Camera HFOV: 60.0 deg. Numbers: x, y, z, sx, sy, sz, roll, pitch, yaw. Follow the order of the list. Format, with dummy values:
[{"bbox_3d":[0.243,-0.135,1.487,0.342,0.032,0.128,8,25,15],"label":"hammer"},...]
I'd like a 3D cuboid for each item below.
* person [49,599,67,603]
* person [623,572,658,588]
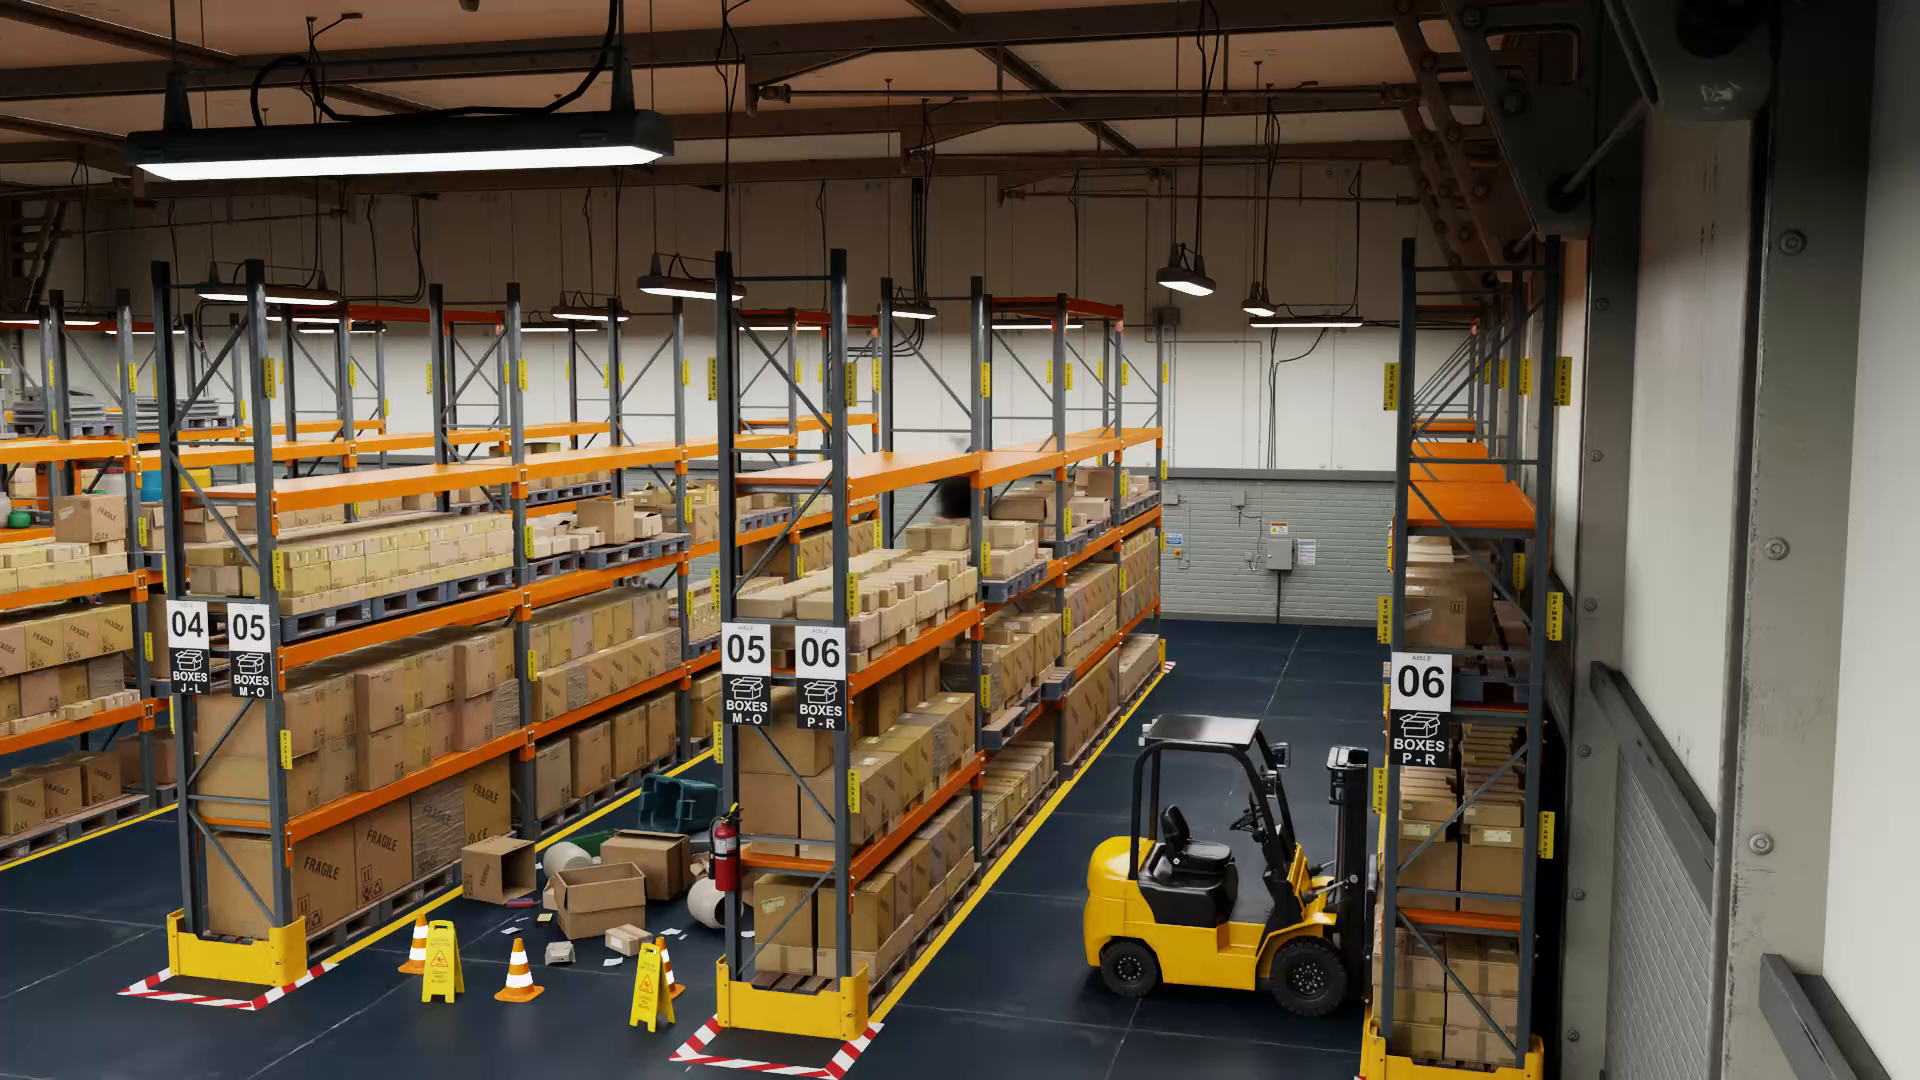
[{"bbox_3d":[-15.589,1.334,28.586,0.677,1.618,0.889,-1,6,-6],"label":"person"},{"bbox_3d":[-5.550,1.289,28.626,0.610,1.774,0.833,1,6,11],"label":"person"}]
